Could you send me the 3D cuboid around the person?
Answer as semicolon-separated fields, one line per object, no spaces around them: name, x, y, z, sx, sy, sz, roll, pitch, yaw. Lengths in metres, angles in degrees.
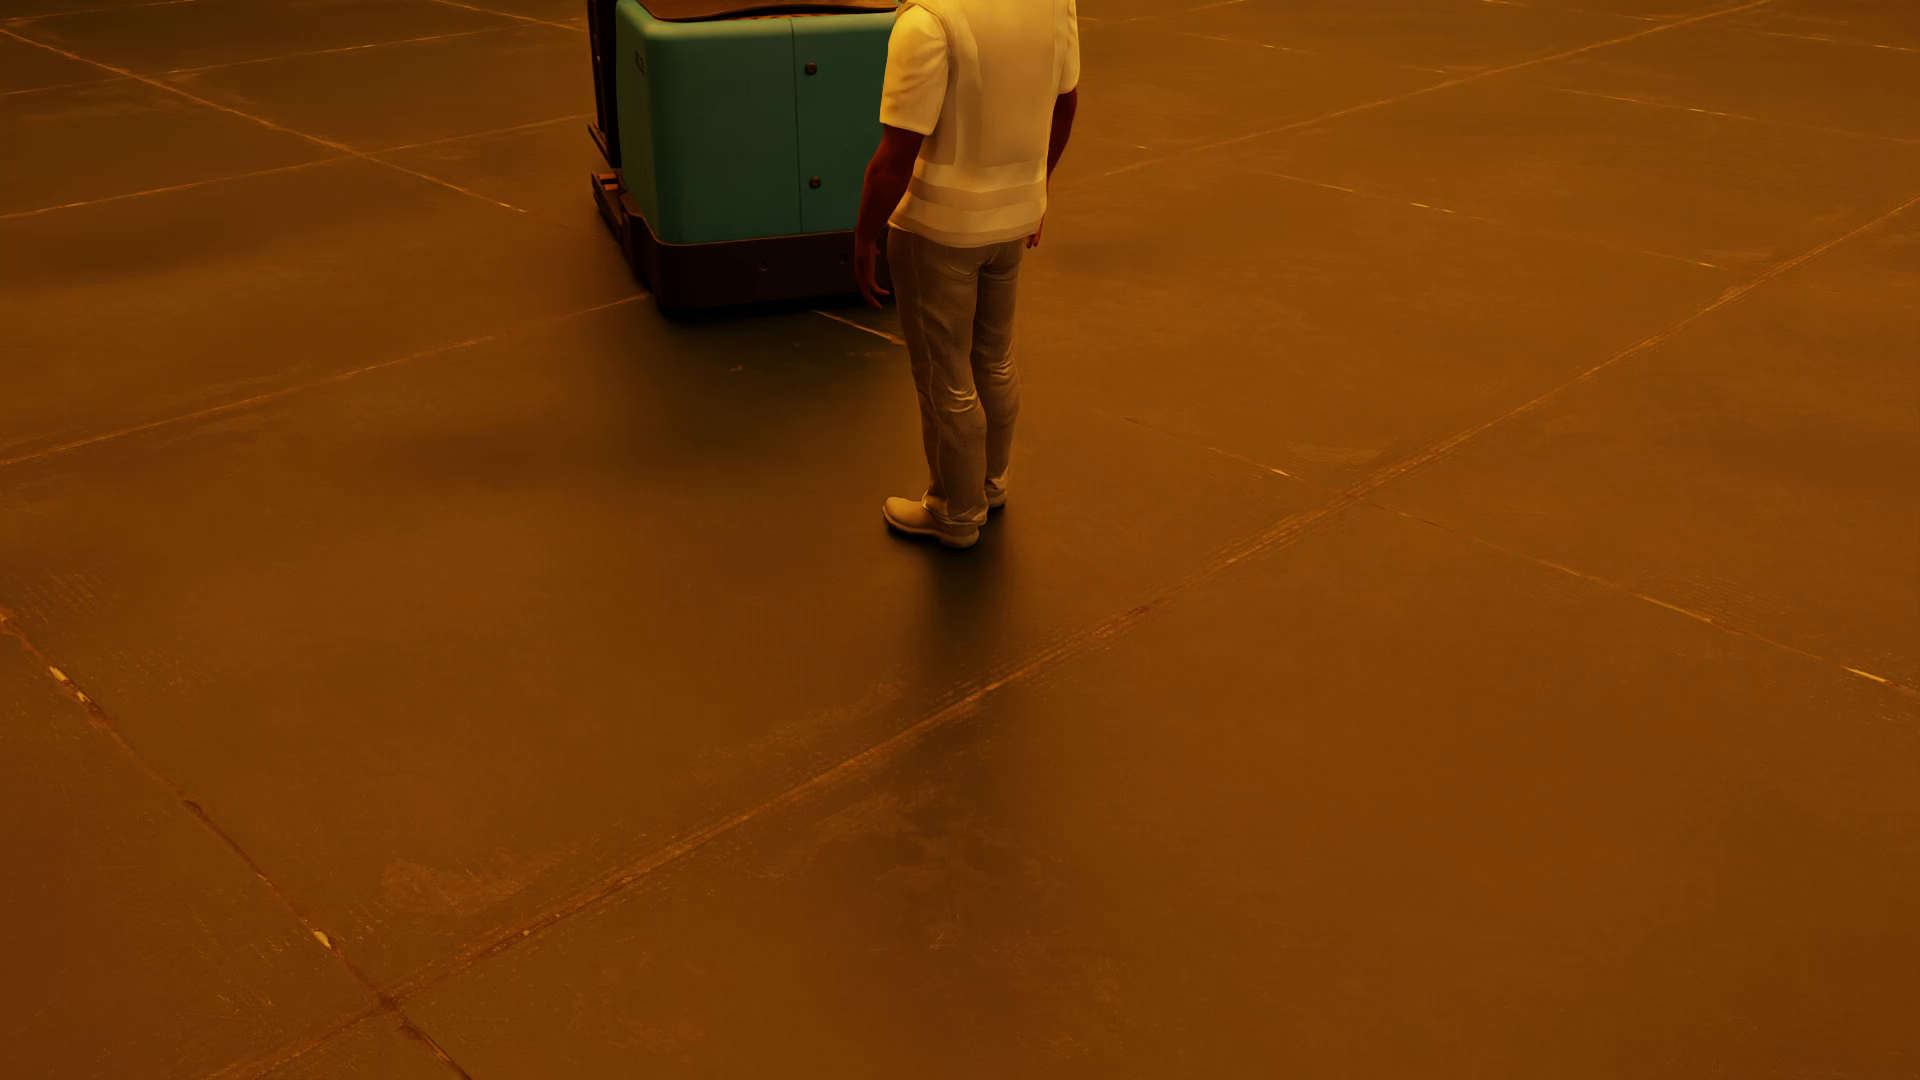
person;-0.046;-0.823;4.198;0.666;1.768;0.575;-24;35;-39

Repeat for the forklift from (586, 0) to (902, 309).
forklift;-1.052;-2.794;6.911;1.130;2.935;3.031;-8;27;-16
